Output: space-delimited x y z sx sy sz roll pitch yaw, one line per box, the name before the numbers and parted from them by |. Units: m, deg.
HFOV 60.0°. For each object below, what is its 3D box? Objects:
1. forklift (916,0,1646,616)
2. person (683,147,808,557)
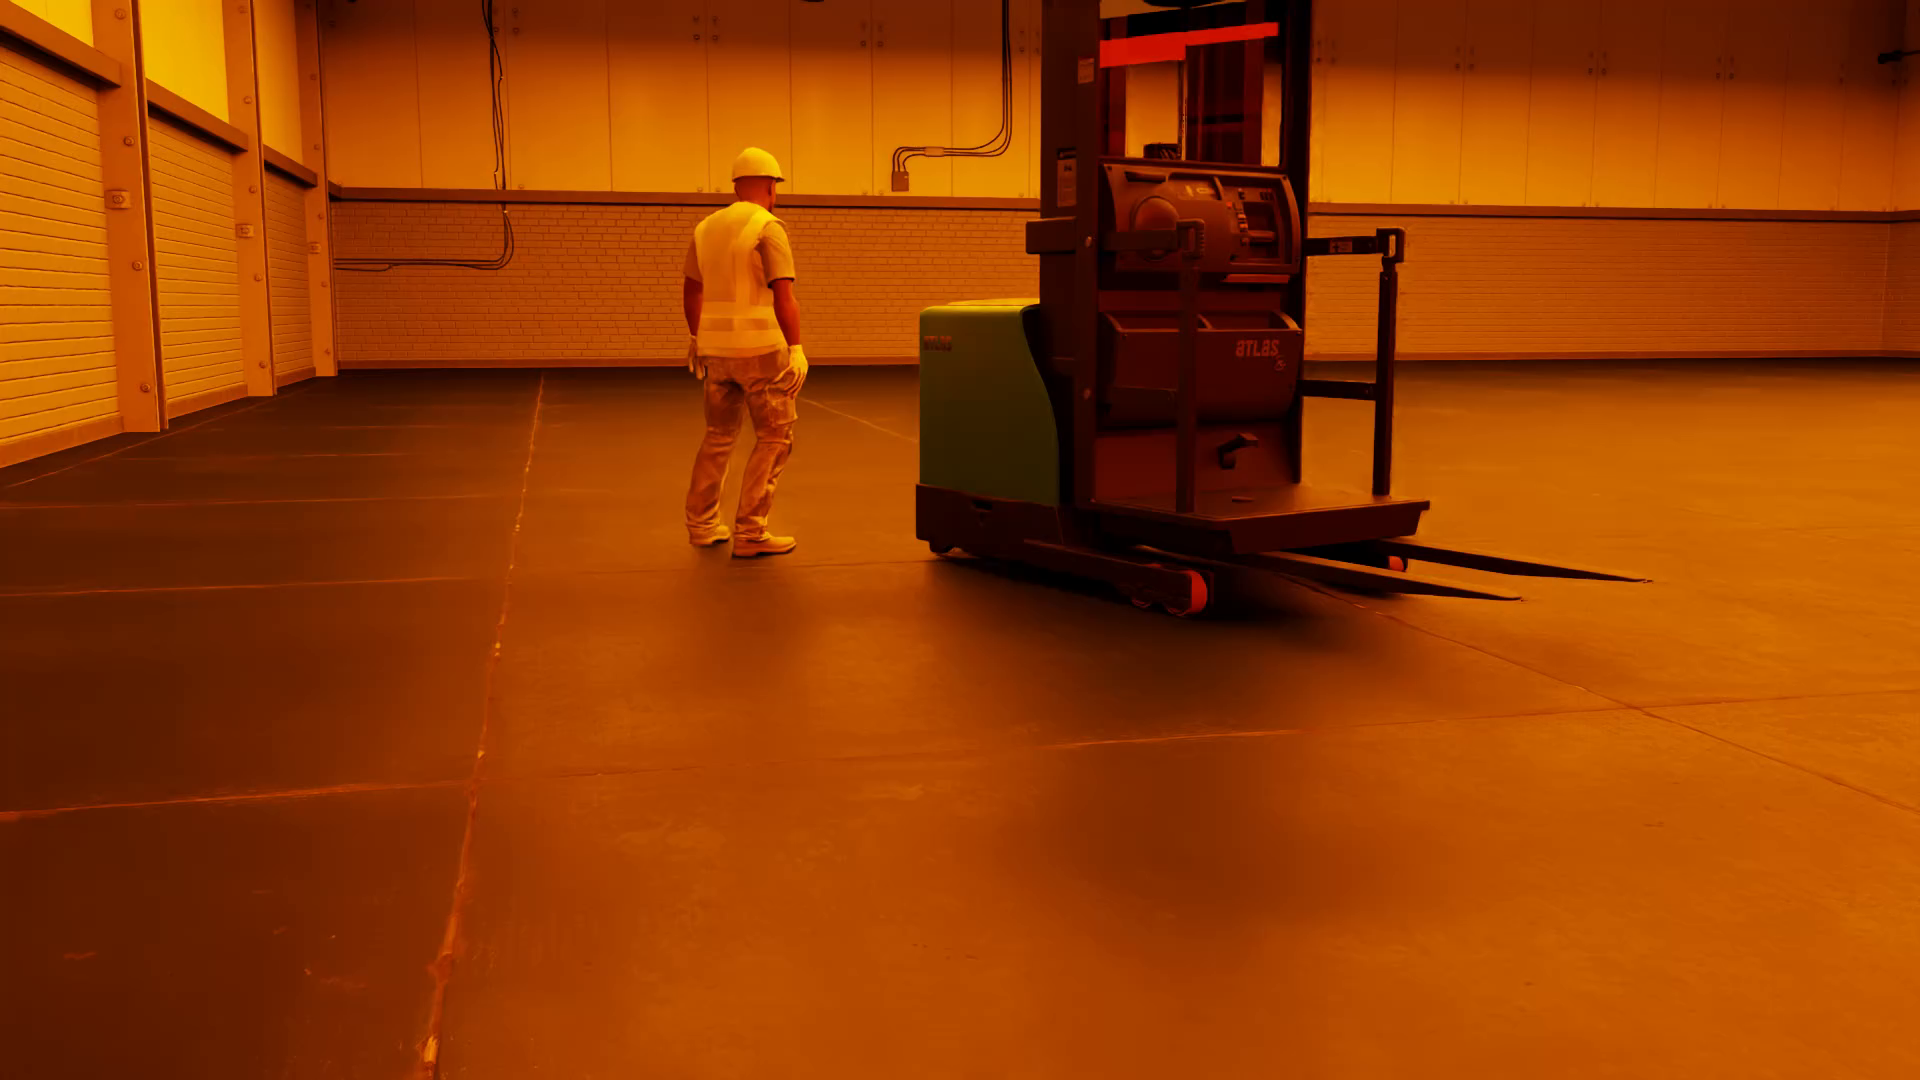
forklift | 1.045 -1.259 6.129 1.130 2.935 3.031 -5 10 -33
person | -0.925 -0.825 7.282 0.828 1.752 0.422 7 10 40
